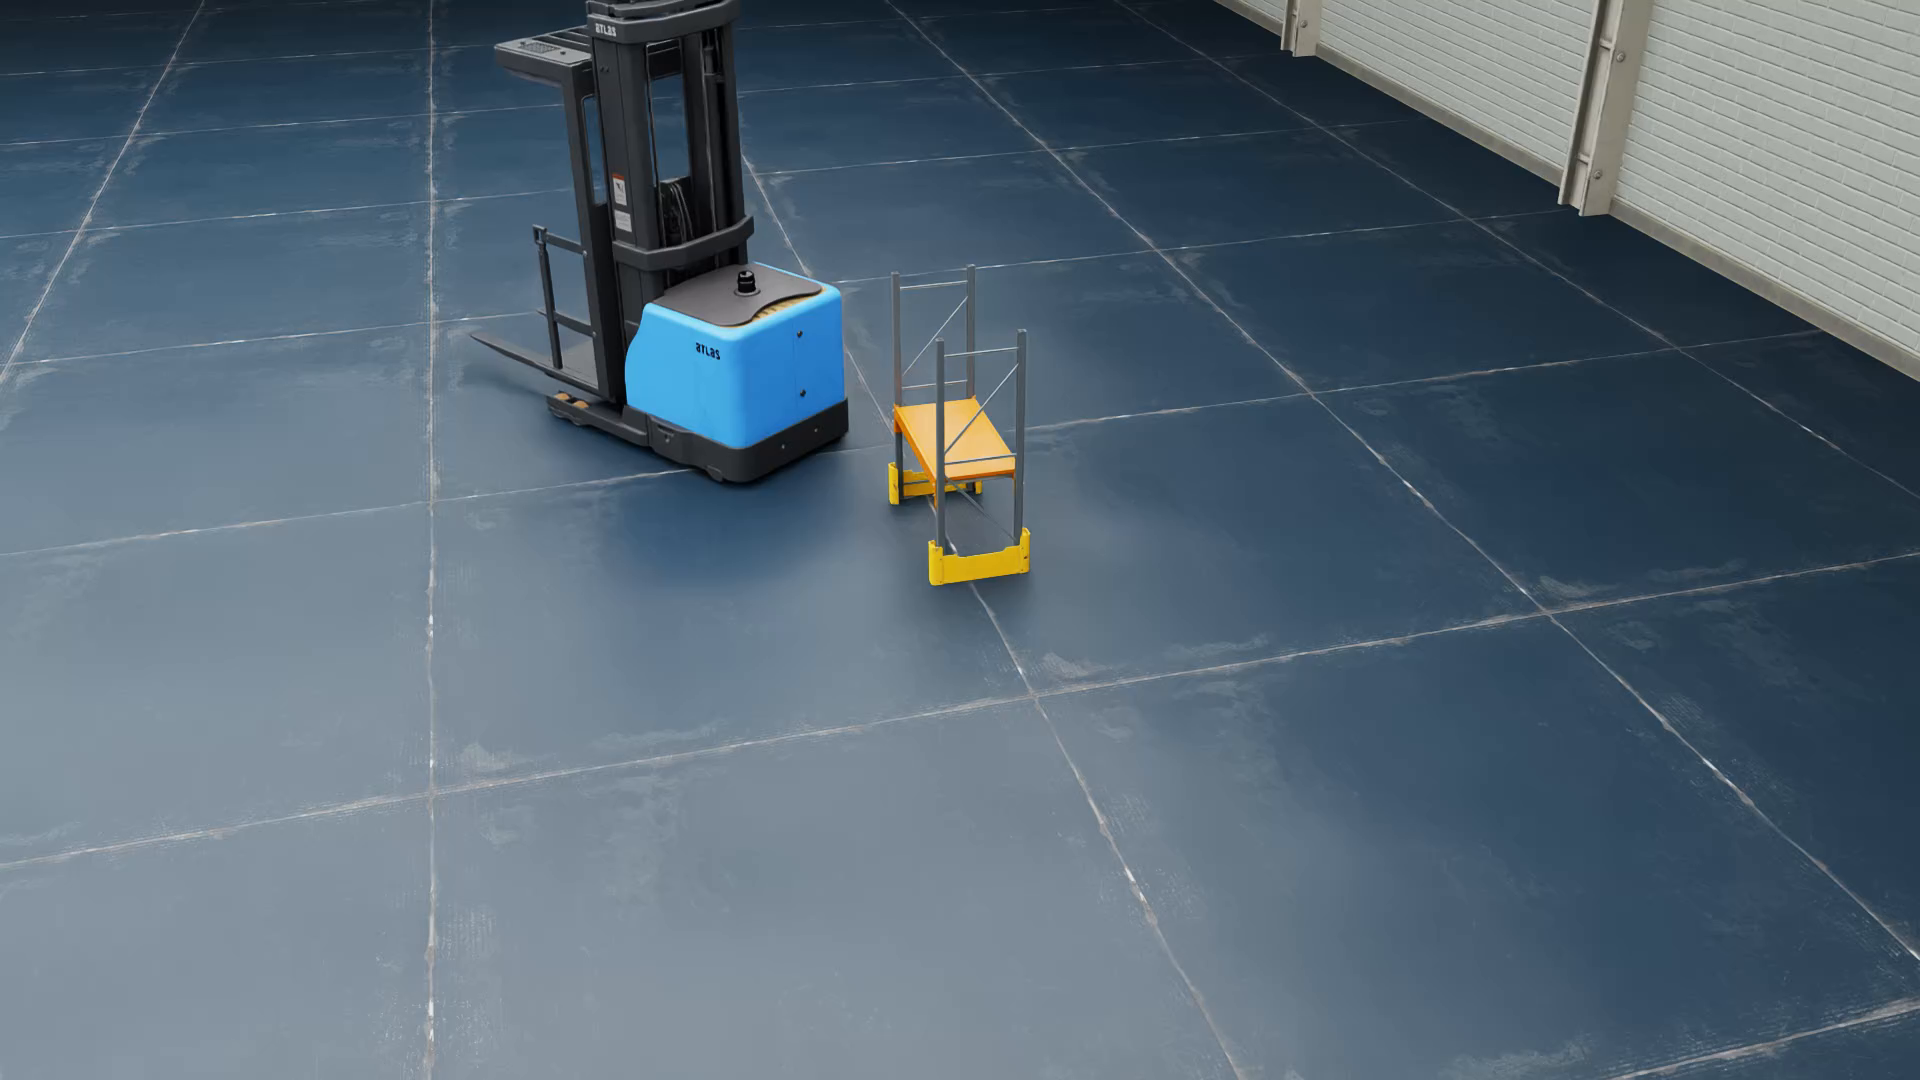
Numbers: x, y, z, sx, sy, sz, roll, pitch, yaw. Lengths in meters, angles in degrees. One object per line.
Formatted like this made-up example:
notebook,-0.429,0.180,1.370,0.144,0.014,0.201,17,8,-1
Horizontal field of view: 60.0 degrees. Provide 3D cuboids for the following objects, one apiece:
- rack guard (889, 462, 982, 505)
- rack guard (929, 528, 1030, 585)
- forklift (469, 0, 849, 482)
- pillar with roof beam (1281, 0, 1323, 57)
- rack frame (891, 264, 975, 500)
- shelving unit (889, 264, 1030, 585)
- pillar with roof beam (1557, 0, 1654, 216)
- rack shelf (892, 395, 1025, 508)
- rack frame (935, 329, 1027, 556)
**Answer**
rack guard,-0.152,-0.386,10.398,0.587,0.250,0.087,-8,31,-13
rack guard,0.112,0.096,9.567,0.587,0.250,0.087,-8,31,-13
forklift,-2.205,-2.229,10.907,3.031,2.935,1.130,22,37,33
pillar with roof beam,-0.024,-9.263,17.001,9.100,9.000,0.400,-8,31,-13
rack frame,-0.158,-0.936,10.101,0.500,1.500,0.032,-8,31,-13
shelving unit,-0.020,-0.686,9.669,0.587,1.500,1.083,-8,31,-13
pillar with roof beam,1.568,-6.365,11.995,9.100,9.000,0.400,-8,31,-13
rack shelf,-0.023,-0.535,9.767,0.538,0.185,1.000,-8,31,-13
rack frame,0.112,-0.445,9.252,0.500,1.500,0.032,-8,31,-13
